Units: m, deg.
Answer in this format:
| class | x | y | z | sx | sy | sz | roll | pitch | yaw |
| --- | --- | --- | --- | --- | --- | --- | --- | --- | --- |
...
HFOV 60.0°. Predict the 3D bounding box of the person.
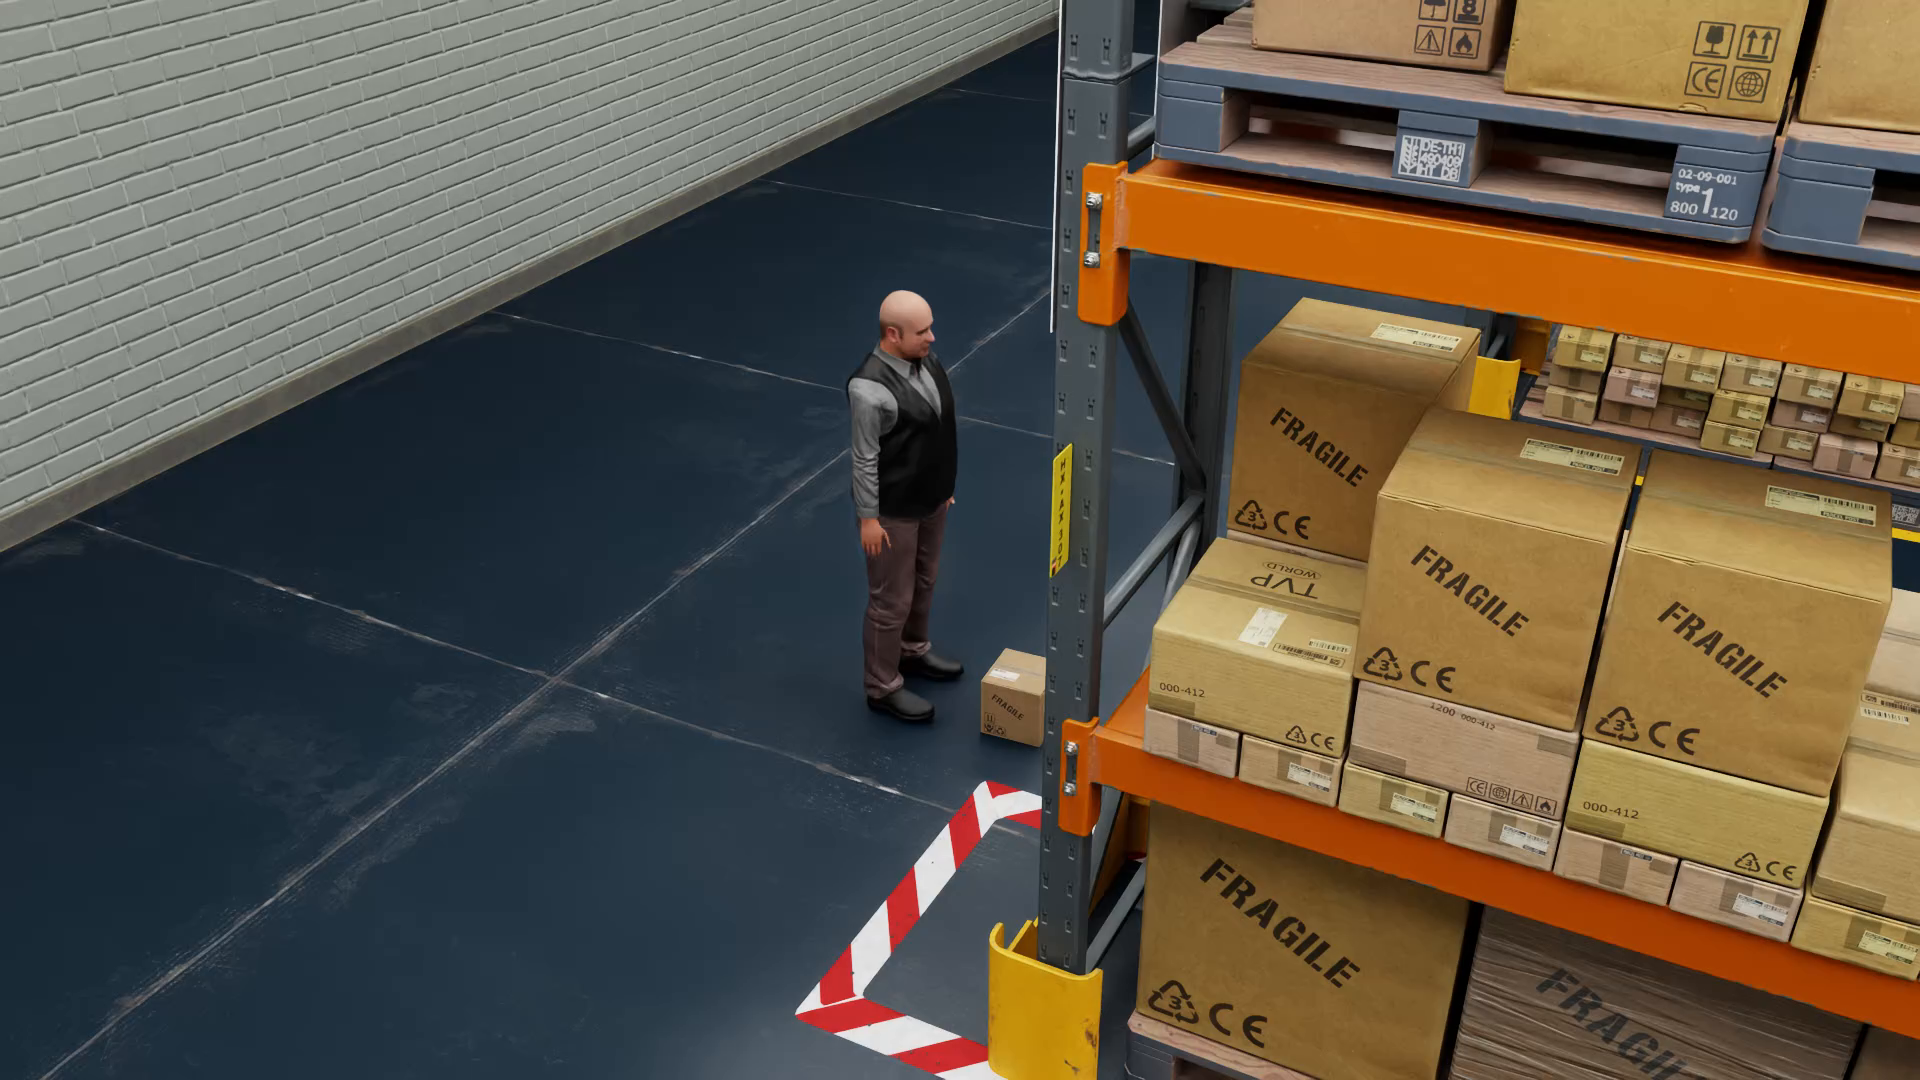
| class | x | y | z | sx | sy | sz | roll | pitch | yaw |
| --- | --- | --- | --- | --- | --- | --- | --- | --- | --- |
| person | -0.194 | -0.143 | 6.383 | 0.381 | 1.720 | 0.539 | 15 | 33 | 25 |
